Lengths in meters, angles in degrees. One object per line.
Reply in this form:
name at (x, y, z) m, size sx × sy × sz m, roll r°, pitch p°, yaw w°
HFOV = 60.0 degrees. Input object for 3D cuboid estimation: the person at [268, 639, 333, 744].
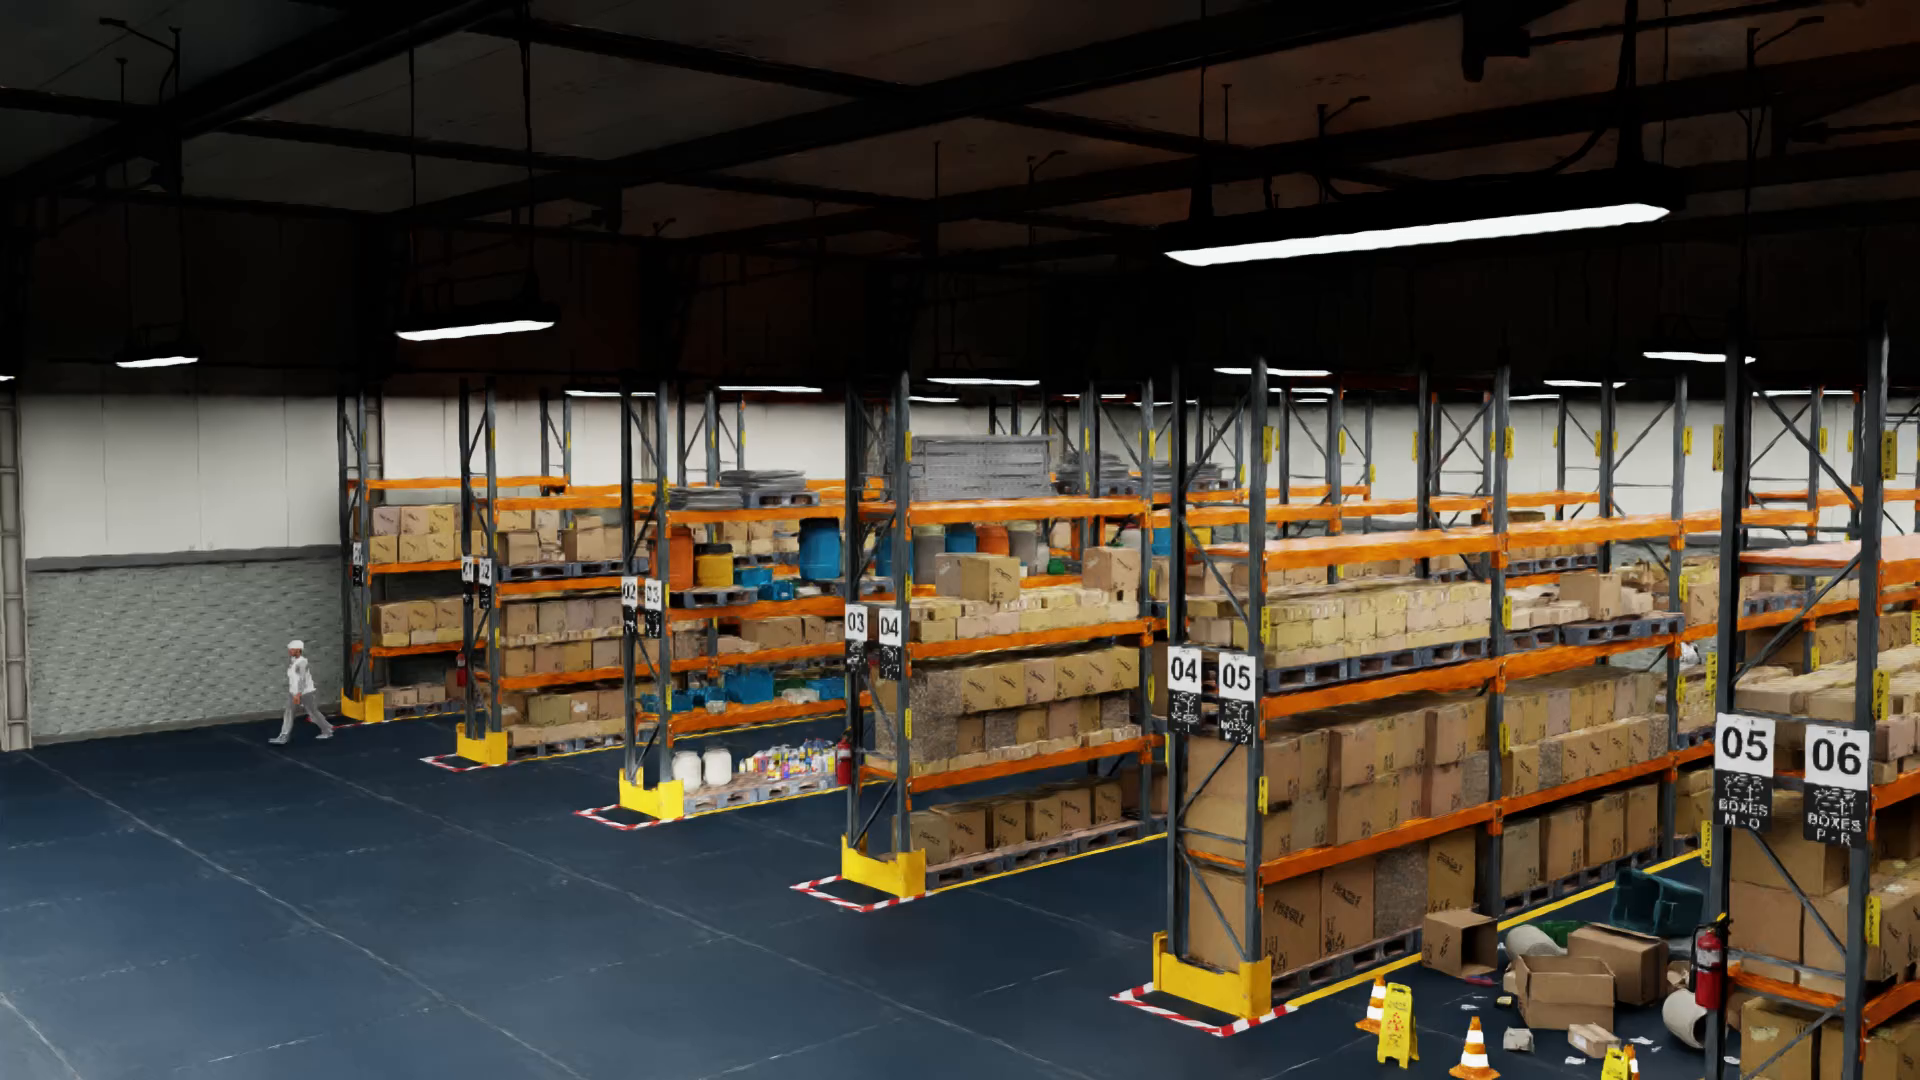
person at (-10.896, 2.501, 27.476) m, size 1.029 × 1.725 × 0.555 m, roll -3°, pitch 5°, yaw -43°

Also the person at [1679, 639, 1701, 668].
person at (12.924, 2.386, 29.456) m, size 0.697 × 1.670 × 0.557 m, roll 0°, pitch 4°, yaw -5°
